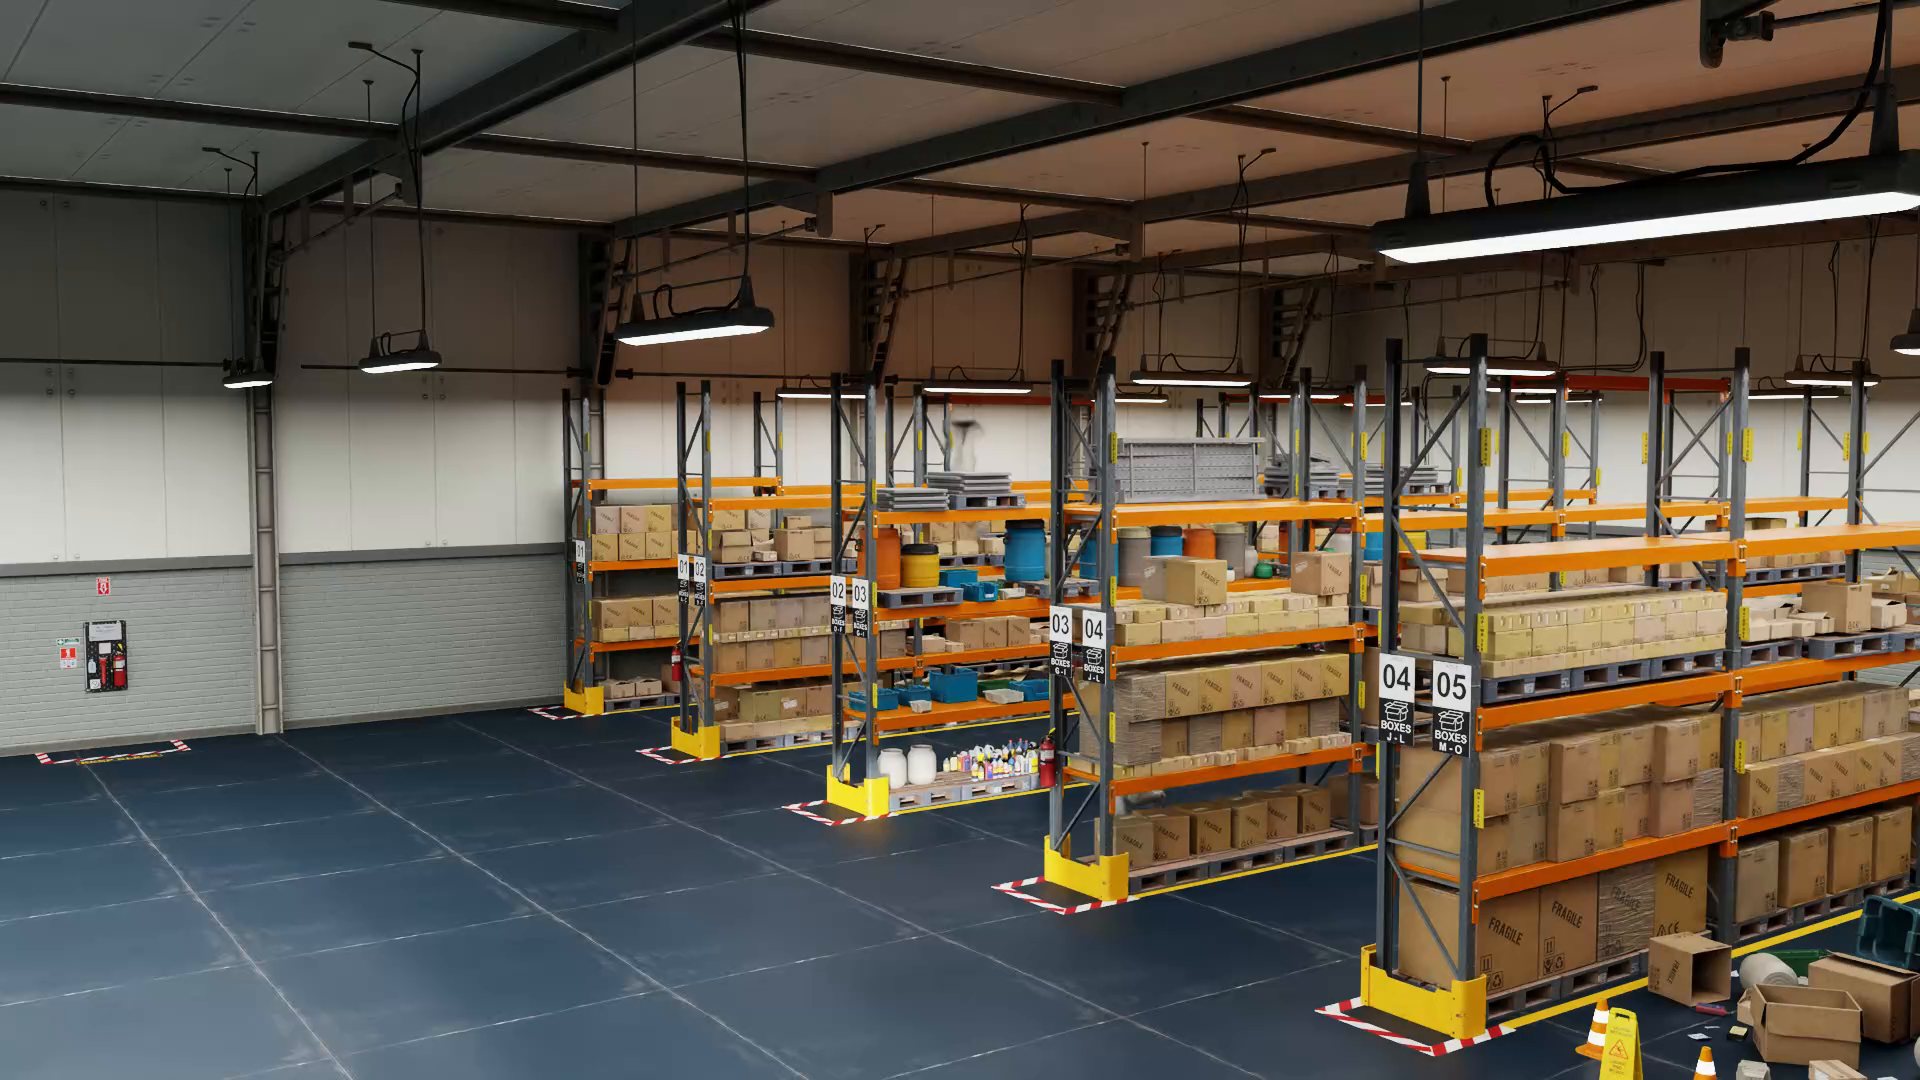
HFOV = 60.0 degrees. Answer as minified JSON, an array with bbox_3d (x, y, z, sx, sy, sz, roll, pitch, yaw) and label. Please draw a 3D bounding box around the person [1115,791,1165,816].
[{"bbox_3d":[2.260,2.951,21.548,0.852,1.754,0.676,-2,4,-29],"label":"person"}]
